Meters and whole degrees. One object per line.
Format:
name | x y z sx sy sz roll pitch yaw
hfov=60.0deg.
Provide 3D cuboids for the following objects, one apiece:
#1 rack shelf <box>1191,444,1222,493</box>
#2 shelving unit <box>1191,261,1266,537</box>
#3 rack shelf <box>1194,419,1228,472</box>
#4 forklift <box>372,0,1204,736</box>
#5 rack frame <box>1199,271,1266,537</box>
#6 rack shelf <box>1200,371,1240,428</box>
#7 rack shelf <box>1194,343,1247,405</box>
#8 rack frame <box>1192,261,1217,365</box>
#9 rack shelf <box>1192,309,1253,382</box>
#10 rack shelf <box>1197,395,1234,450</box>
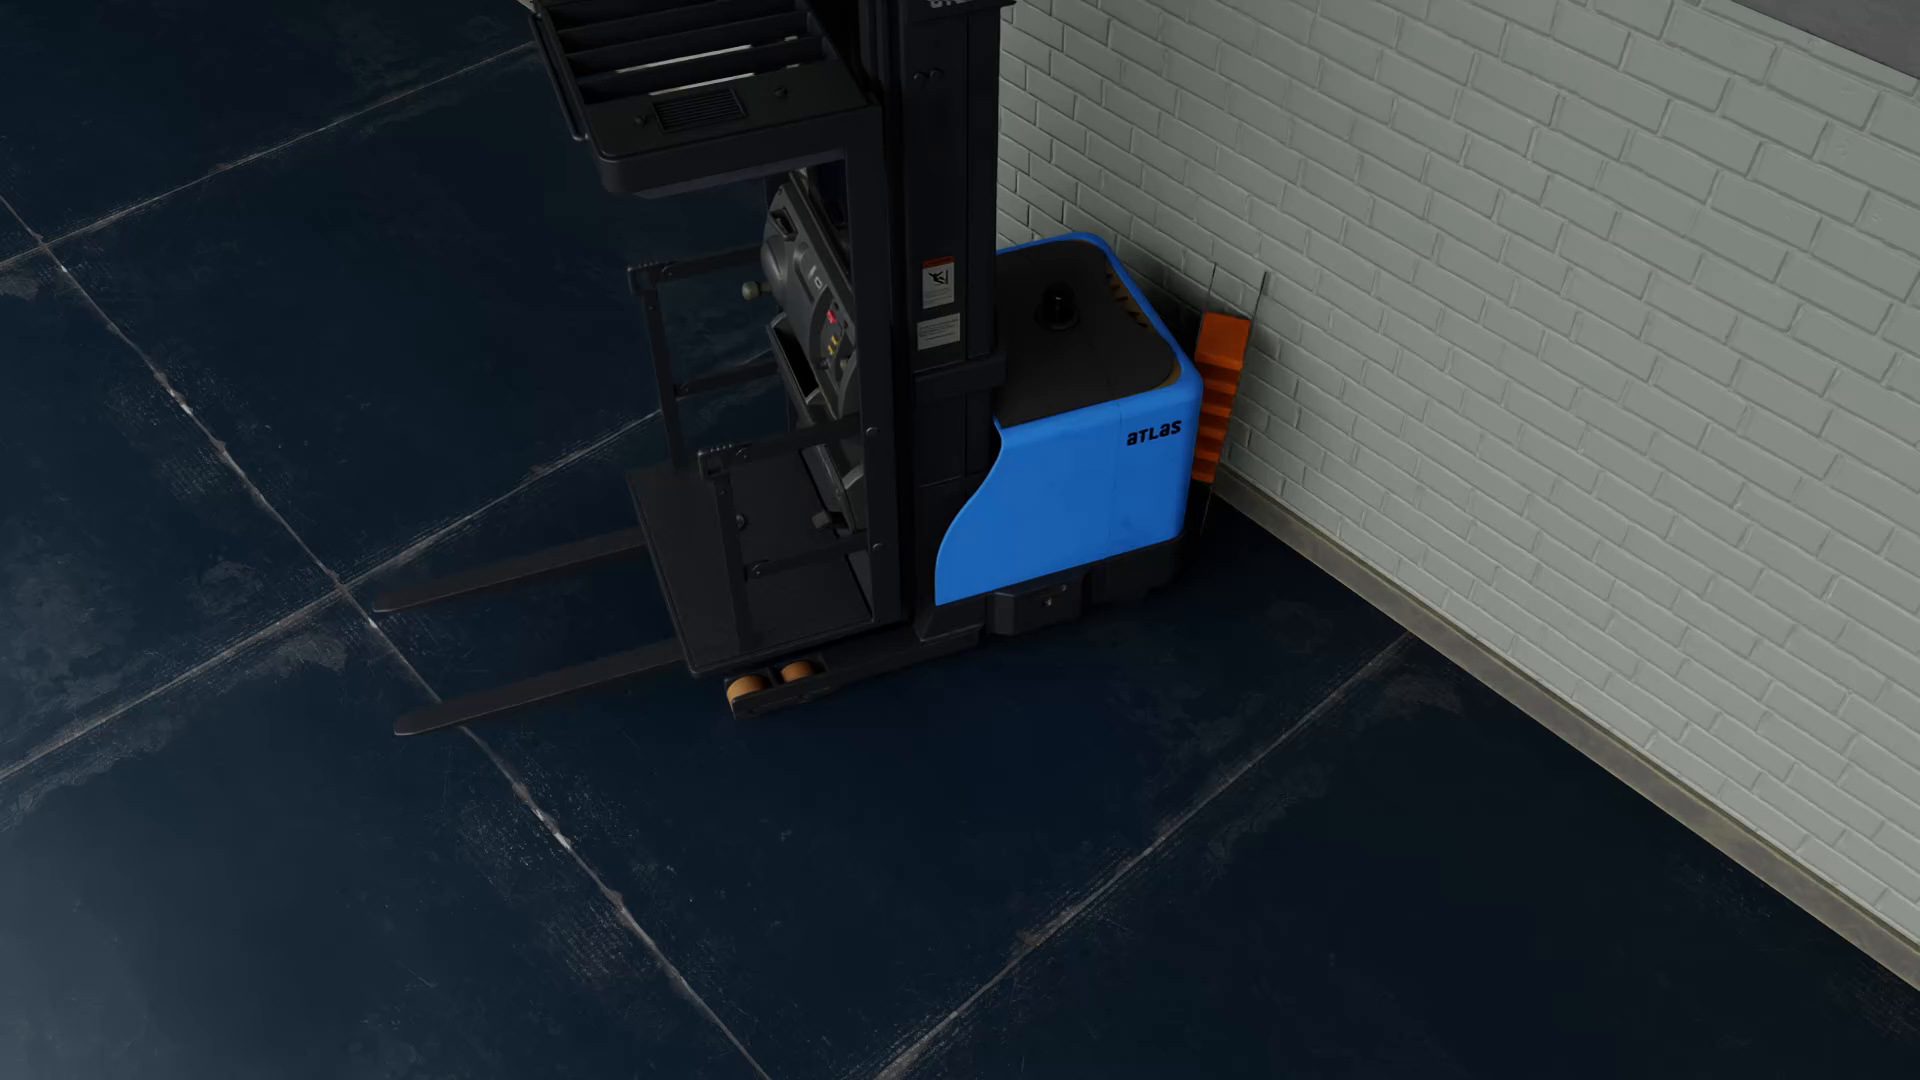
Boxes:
rack shelf | 0.945 -0.330 6.671 0.180 0.103 0.258 14 49 7
shelving unit | 0.962 -0.519 6.459 0.189 1.200 0.258 14 49 7
rack shelf | 0.952 -0.410 6.582 0.180 0.103 0.258 14 49 7
forklift | -0.691 -0.773 5.522 3.031 2.935 1.130 -15 49 -14
rack frame | 1.050 -0.498 6.447 0.006 1.200 0.240 14 49 7
rack shelf | 0.967 -0.569 6.403 0.180 0.103 0.258 14 49 7
rack shelf | 0.974 -0.649 6.314 0.180 0.103 0.258 14 49 7
rack frame | 0.874 -0.540 6.471 0.006 1.200 0.240 14 49 7
rack shelf | 0.981 -0.729 6.224 0.180 0.103 0.258 14 49 7
rack shelf | 0.959 -0.490 6.492 0.180 0.103 0.258 14 49 7
